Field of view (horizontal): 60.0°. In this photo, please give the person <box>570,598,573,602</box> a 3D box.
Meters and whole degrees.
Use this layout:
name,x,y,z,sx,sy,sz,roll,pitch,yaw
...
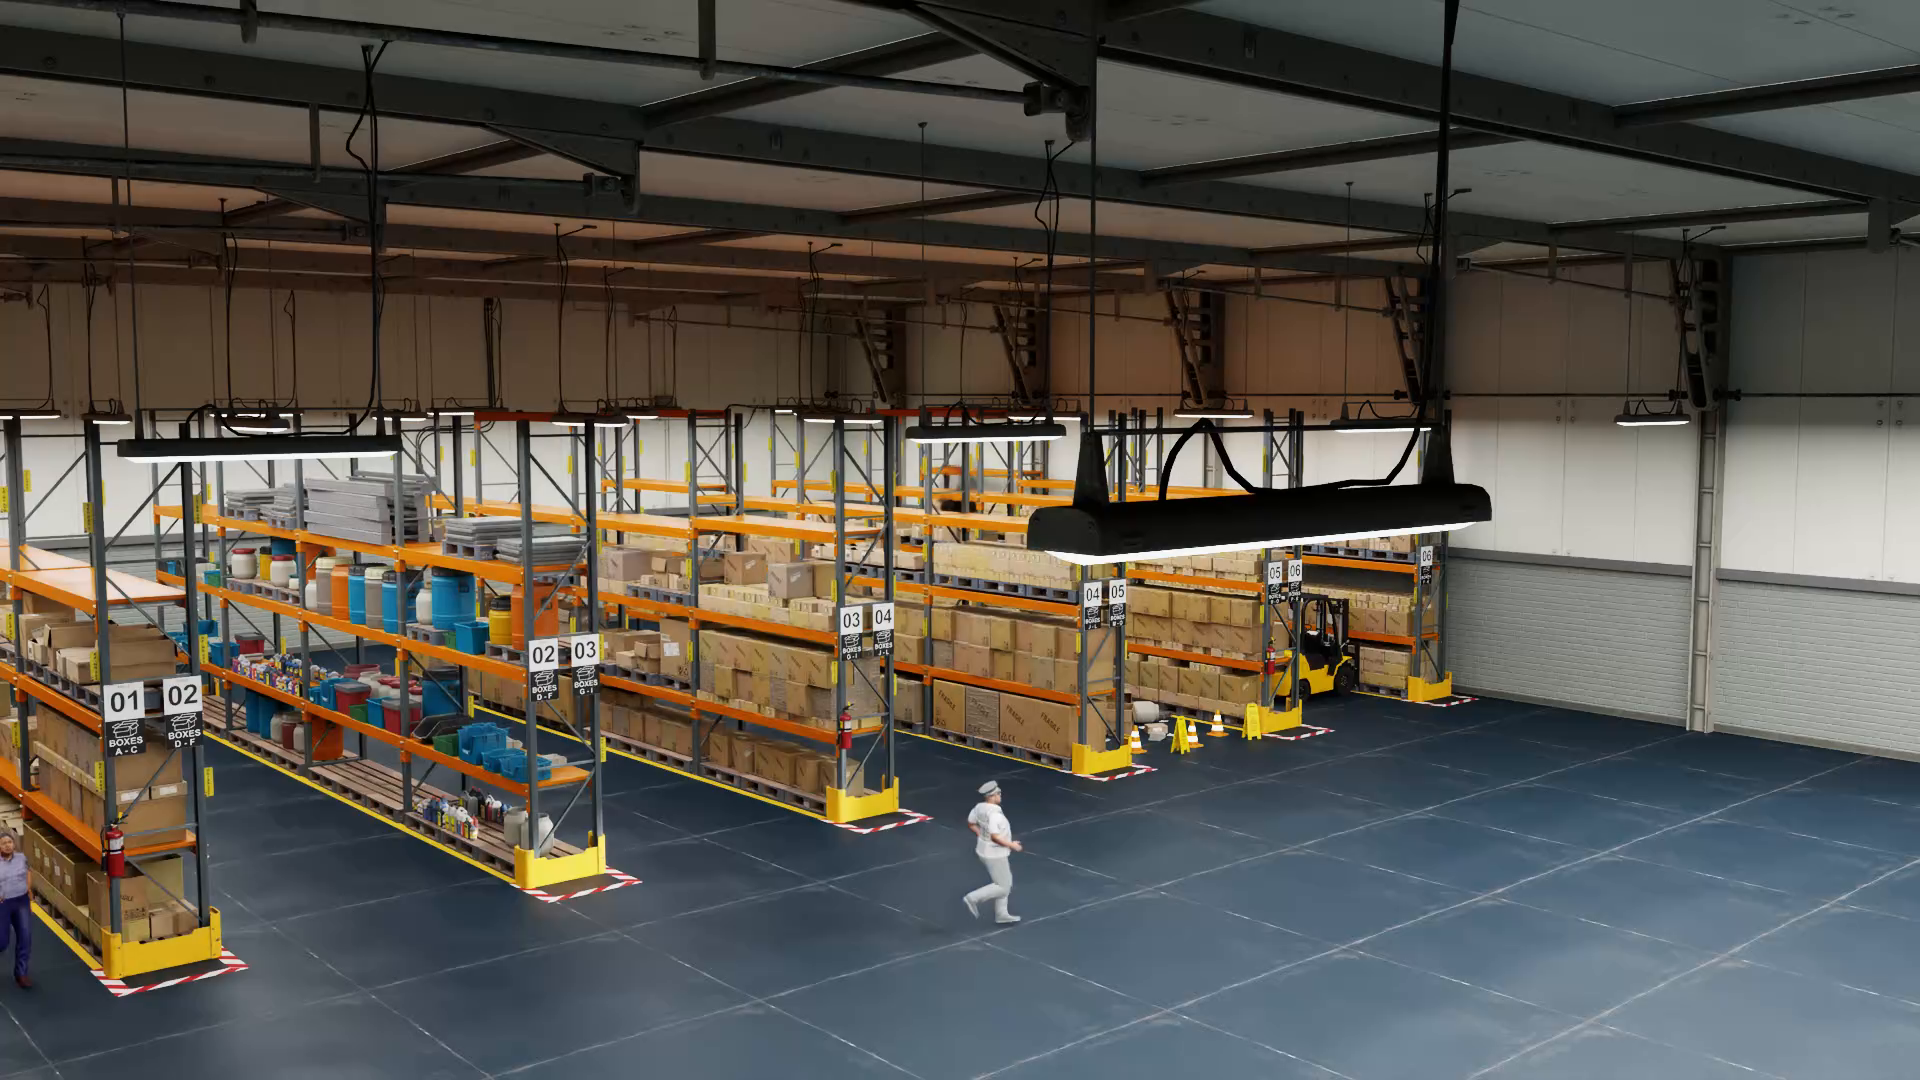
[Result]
name,x,y,z,sx,sy,sz,roll,pitch,yaw
person,-8.982,2.147,38.304,0.679,1.638,0.753,-2,5,-22

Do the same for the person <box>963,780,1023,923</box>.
name,x,y,z,sx,sy,sz,roll,pitch,yaw
person,0.360,3.725,19.784,0.784,1.753,0.662,-2,5,-22

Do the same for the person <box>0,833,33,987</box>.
name,x,y,z,sx,sy,sz,roll,pitch,yaw
person,-10.232,3.949,17.889,0.820,1.606,0.609,4,7,41

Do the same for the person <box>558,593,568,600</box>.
name,x,y,z,sx,sy,sz,roll,pitch,yaw
person,-9.754,2.027,40.085,0.696,1.621,0.564,5,7,44
